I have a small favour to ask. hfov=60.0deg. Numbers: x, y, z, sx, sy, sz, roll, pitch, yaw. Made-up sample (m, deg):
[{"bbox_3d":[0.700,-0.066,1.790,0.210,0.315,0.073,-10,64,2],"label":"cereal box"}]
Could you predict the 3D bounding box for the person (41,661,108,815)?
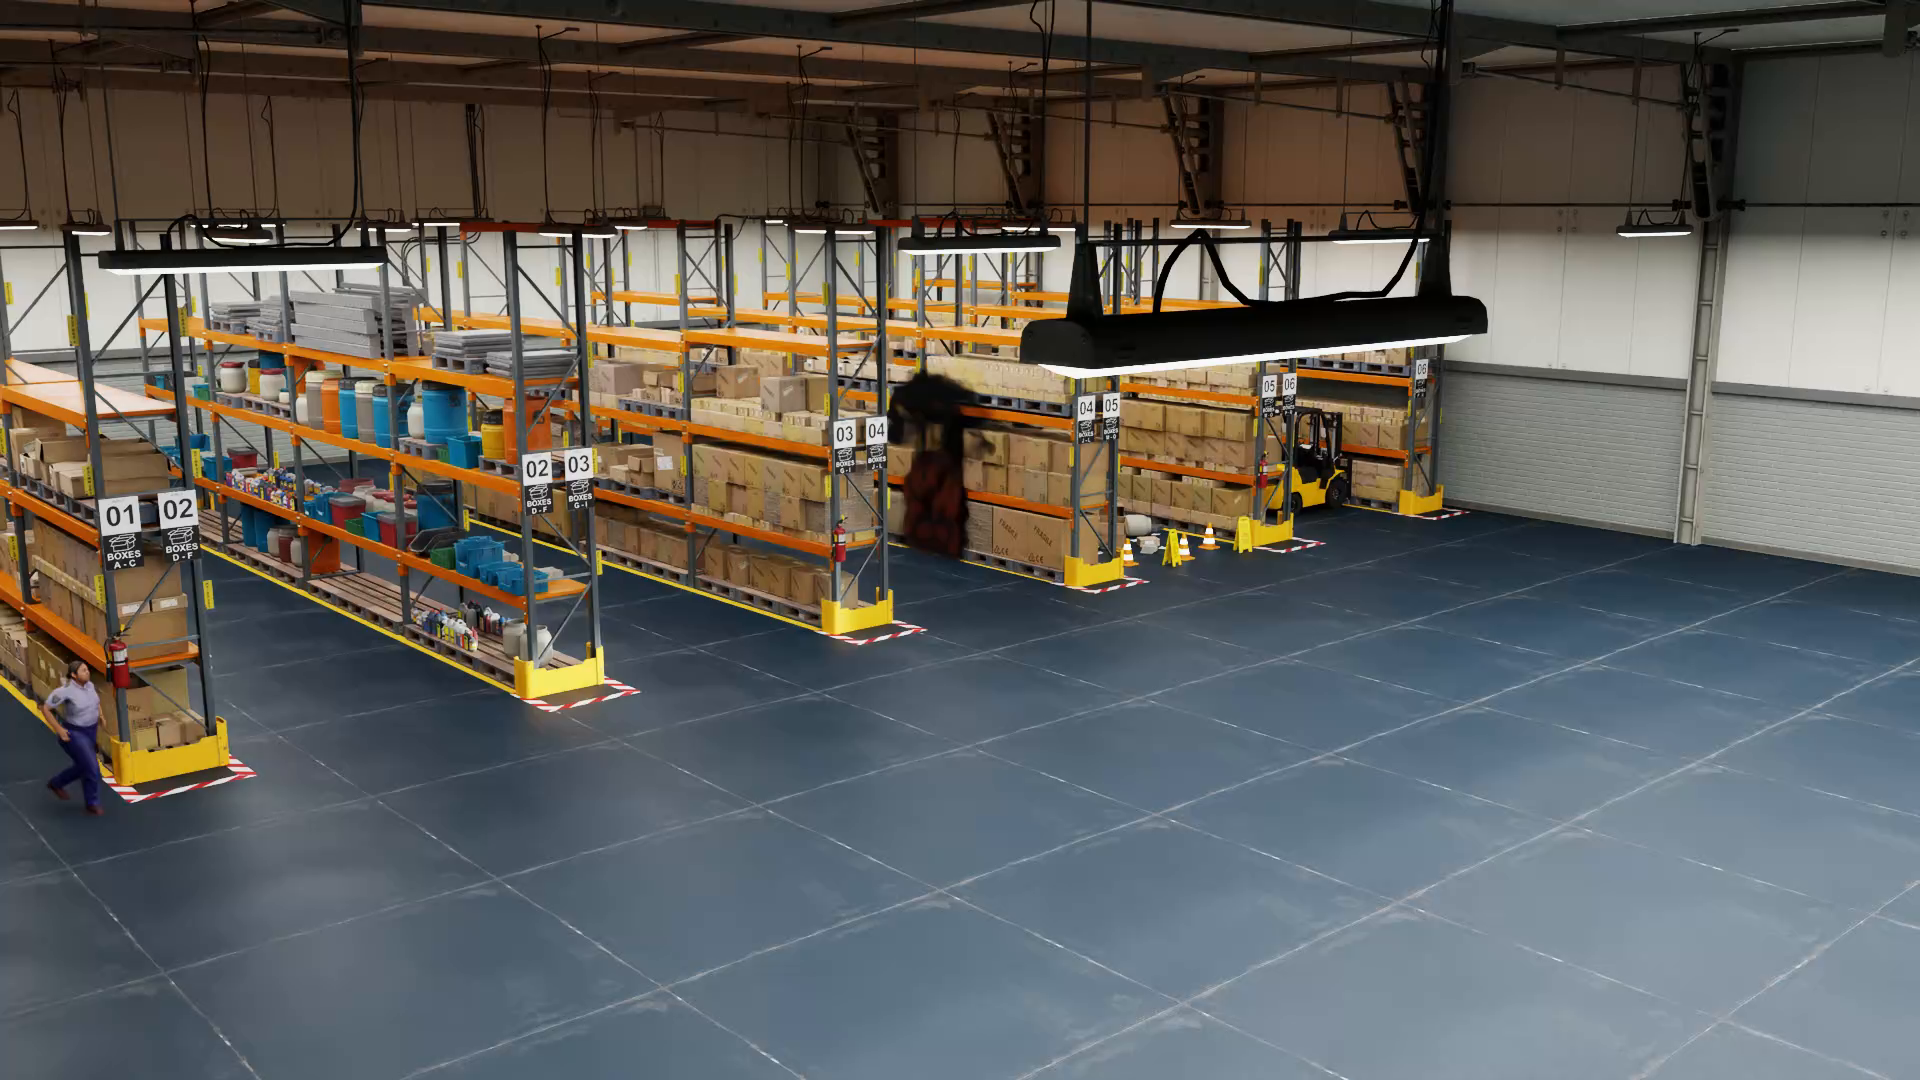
[{"bbox_3d":[-9.370,2.097,17.587,0.813,1.688,0.627,2,12,9],"label":"person"}]
